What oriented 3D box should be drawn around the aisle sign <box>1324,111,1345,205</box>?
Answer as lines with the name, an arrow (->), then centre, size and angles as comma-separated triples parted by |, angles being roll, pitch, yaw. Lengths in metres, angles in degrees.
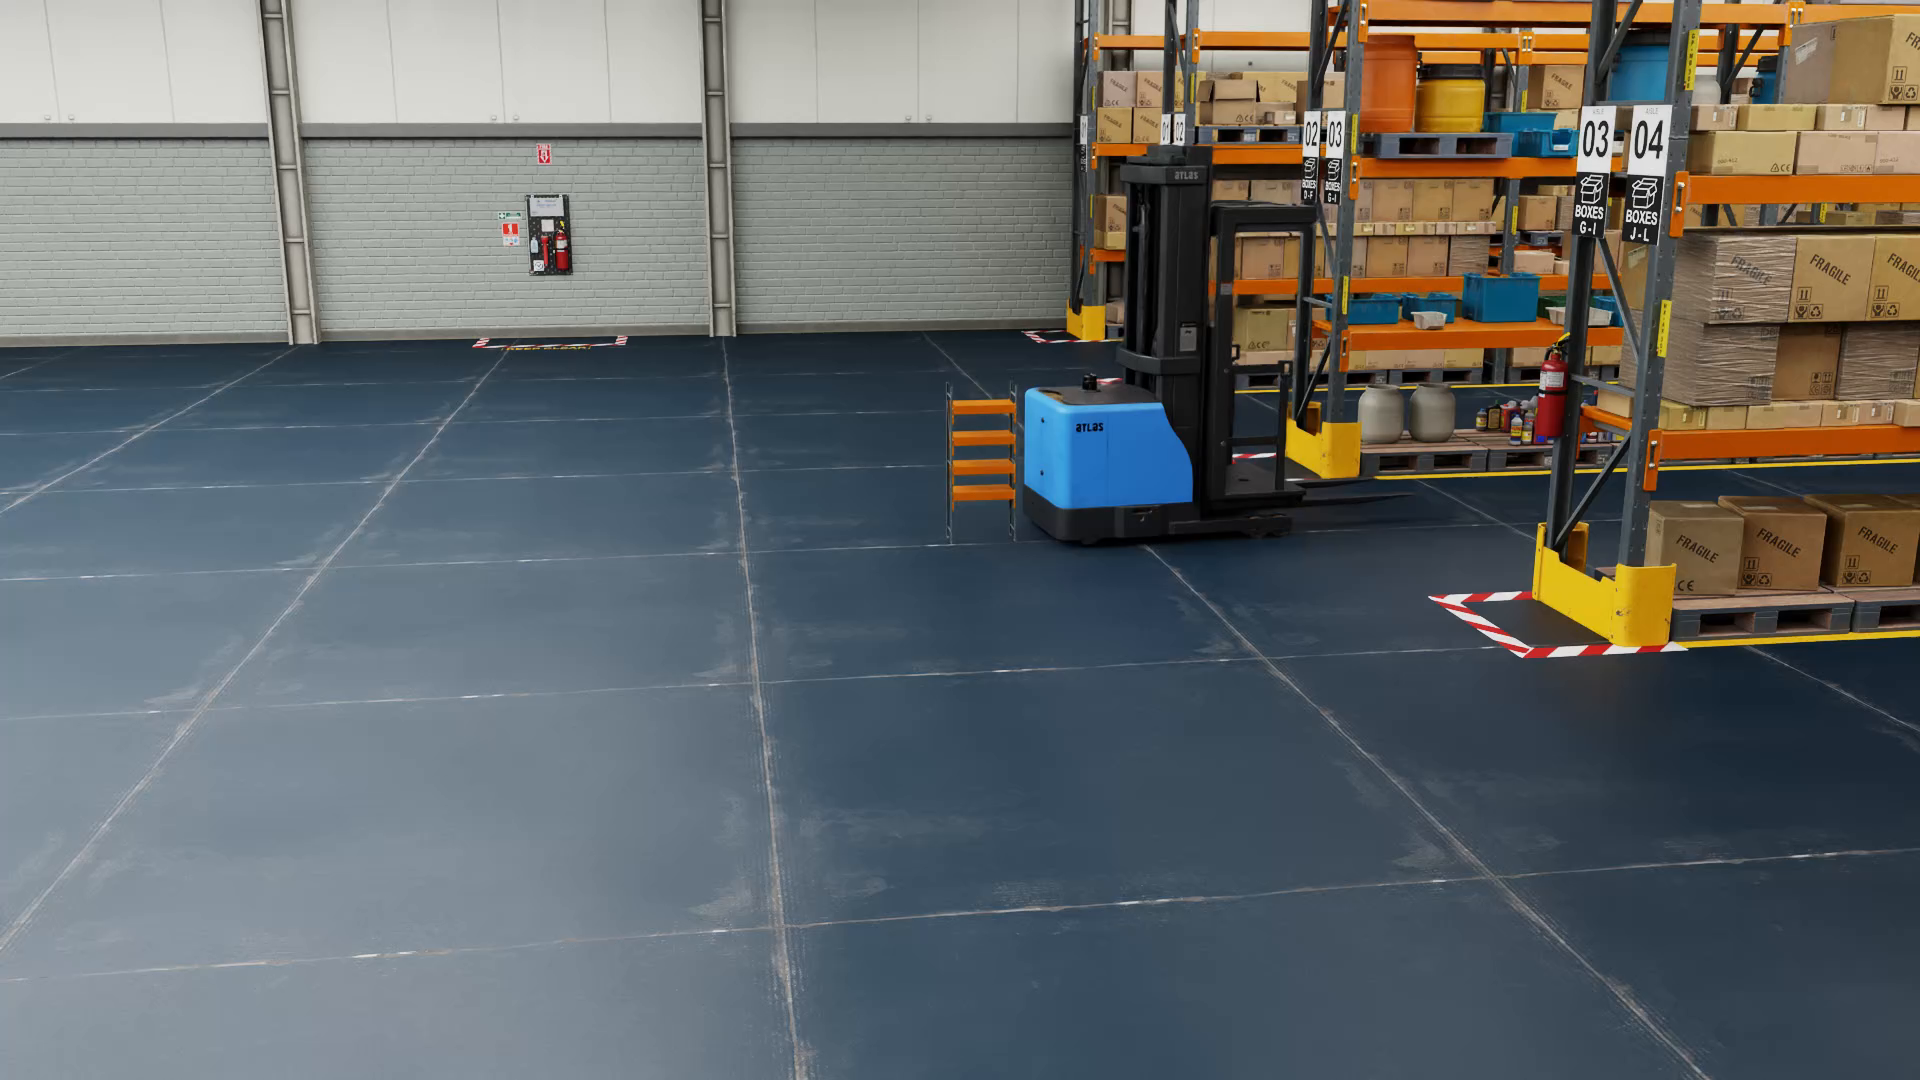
aisle sign -> 3.256, -3.324, 14.464 | 0.004, 0.787, 0.394 | -2, 14, -8

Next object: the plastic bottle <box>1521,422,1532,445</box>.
plastic bottle -> 5.225, -0.986, 15.336 | 0.097, 0.201, 0.097 | 0, 14, 0

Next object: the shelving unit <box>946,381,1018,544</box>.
shelving unit -> 0.164, -0.588, 12.600 | 0.503, 1.200, 0.258 | -2, 14, -8

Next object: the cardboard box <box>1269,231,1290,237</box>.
cardboard box -> 3.727, -3.680, 19.692 | 0.250, 0.149, 0.380 | -2, 14, -9

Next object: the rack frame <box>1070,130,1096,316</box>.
rack frame -> 1.808, -4.519, 24.574 | 0.127, 3.000, 1.000 | -2, 14, -8

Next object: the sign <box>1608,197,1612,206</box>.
sign -> 9.808, -5.202, 25.079 | 0.005, 0.325, 0.100 | -2, 14, -8

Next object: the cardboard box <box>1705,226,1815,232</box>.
cardboard box -> 5.022, -1.721, 10.545 | 0.500, 0.500, 0.500 | -2, 14, -8

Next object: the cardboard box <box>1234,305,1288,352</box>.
cardboard box -> 3.607, -2.546, 19.953 | 0.500, 0.500, 0.500 | -2, 14, -8

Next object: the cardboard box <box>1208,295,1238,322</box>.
cardboard box -> 3.802, -3.558, 24.978 | 0.500, 0.500, 0.700 | -3, 14, -12

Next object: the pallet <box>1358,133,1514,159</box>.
pallet -> 4.116, -3.506, 14.755 | 1.213, 0.211, 1.003 | -2, 14, -8

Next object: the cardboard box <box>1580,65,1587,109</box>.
cardboard box -> 7.680, -5.461, 20.068 | 0.500, 0.500, 0.500 | -1, 14, -3

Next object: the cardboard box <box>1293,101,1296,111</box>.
cardboard box -> 4.198, -5.136, 19.900 | 0.500, 0.311, 0.500 | 0, 14, -2

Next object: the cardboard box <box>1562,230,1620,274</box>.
cardboard box -> 7.787, -3.564, 20.560 | 0.500, 0.500, 0.500 | -1, 14, -4

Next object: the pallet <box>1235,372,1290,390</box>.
pallet -> 3.299, -2.013, 20.313 | 1.213, 0.211, 1.003 | -2, 14, -8

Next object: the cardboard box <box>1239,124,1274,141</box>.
cardboard box -> 4.256, -6.055, 24.285 | 0.500, 0.500, 0.500 | -3, 14, -11

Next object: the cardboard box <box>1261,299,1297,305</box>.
cardboard box -> 4.022, -2.692, 20.537 | 0.500, 0.500, 0.500 | -2, 14, -8

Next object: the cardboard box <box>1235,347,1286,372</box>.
cardboard box -> 3.607, -2.182, 20.046 | 0.500, 0.250, 0.500 | -2, 14, -8

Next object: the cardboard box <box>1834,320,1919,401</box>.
cardboard box -> 5.547, -1.205, 10.544 | 0.500, 0.500, 0.875 | -2, 14, -8

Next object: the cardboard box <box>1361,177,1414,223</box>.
cardboard box -> 5.072, -4.096, 20.015 | 0.500, 0.500, 0.700 | -2, 14, -8

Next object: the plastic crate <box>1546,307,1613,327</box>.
plastic crate -> 5.671, -2.033, 15.204 | 0.437, 0.136, 0.530 | -2, 14, -8

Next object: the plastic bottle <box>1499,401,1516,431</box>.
plastic bottle -> 5.288, -1.203, 16.045 | 0.135, 0.276, 0.152 | -2, 14, -8

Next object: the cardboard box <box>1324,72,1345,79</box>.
cardboard box -> 5.308, -6.578, 24.318 | 0.500, 0.500, 0.500 | -3, 14, -13

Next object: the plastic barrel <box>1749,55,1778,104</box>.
plastic barrel -> 7.709, -4.049, 15.505 | 0.708, 0.901, 0.600 | -2, 14, -8

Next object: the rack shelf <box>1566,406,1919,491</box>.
rack shelf -> 5.999, -0.668, 10.697 | 4.000, 0.370, 1.077 | -2, 14, -8

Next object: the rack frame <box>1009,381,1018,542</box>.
rack frame -> 0.405, -0.597, 12.635 | 0.015, 1.200, 0.240 | -2, 14, -8

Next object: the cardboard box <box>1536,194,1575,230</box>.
cardboard box -> 9.255, -5.051, 25.587 | 0.500, 0.500, 0.700 | -4, 15, -15

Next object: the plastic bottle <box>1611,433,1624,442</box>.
plastic bottle -> 6.136, -1.098, 15.474 | 0.185, 0.351, 0.144 | -2, 14, -9

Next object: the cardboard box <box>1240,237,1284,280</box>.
cardboard box -> 3.531, -3.410, 19.946 | 0.500, 0.500, 0.700 | -2, 14, -7

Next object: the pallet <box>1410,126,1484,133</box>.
pallet -> 5.665, -4.847, 19.899 | 1.213, 0.211, 1.003 | -2, 14, -8

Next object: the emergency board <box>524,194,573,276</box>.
emergency board -> -6.011, -4.454, 24.317 | 0.643, 1.169, 0.194 | -2, 14, -8

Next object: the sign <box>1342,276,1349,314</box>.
sign -> 3.361, -2.137, 14.510 | 0.005, 0.325, 0.100 | -2, 14, -8

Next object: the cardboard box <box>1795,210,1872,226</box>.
cardboard box -> 11.066, -3.919, 21.115 | 0.500, 0.500, 0.700 | -7, 16, -27

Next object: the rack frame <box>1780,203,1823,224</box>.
rack frame -> 10.460, -3.617, 20.979 | 0.127, 3.000, 1.000 | -2, 14, -8

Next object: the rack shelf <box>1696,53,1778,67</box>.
rack shelf -> 11.696, -7.248, 25.425 | 4.000, 0.370, 1.077 | -2, 14, -8

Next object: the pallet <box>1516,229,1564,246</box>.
pallet -> 9.029, -4.664, 25.548 | 1.003, 0.211, 1.213 | -2, 14, -8

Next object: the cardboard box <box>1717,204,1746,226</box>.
cardboard box -> 11.761, -5.022, 25.724 | 0.500, 0.500, 0.500 | -2, 14, -7

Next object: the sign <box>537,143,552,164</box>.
sign -> -6.034, -5.602, 24.129 | 0.199, 0.298, 0.001 | -2, 14, -8

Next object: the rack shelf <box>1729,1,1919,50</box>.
rack shelf -> 9.217, -4.720, 15.345 | 4.000, 0.370, 1.077 | -2, 14, -8

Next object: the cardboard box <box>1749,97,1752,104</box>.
cardboard box -> 12.246, -6.629, 25.713 | 0.500, 0.500, 0.700 | -2, 14, -9

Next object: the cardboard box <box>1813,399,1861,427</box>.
cardboard box -> 5.331, -0.807, 10.289 | 0.250, 0.149, 0.380 | -2, 14, -8

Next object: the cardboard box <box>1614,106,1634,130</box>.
cardboard box -> 4.249, -2.605, 10.265 | 0.250, 0.149, 0.380 | -2, 14, -8

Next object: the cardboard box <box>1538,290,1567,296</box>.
cardboard box -> 9.014, -3.771, 25.826 | 0.500, 0.500, 0.700 | -2, 14, -8

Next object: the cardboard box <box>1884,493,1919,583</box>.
cardboard box -> 6.408, -0.012, 10.877 | 0.500, 0.500, 0.500 | -3, 14, -13

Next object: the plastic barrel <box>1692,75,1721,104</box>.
plastic barrel -> 6.784, -4.025, 15.346 | 0.421, 0.512, 0.421 | 0, 14, 0

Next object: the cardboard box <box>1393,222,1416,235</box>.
cardboard box -> 5.261, -3.738, 19.920 | 0.250, 0.149, 0.380 | -2, 14, -9

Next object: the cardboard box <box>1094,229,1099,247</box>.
cardboard box -> 2.241, -4.519, 24.843 | 0.500, 0.250, 0.500 | -2, 14, -7

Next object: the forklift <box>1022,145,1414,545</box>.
forklift -> 2.073, -1.557, 12.906 | 3.031, 2.935, 1.130 | -4, 15, -14

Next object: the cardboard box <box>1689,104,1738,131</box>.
cardboard box -> 4.328, -2.474, 9.744 | 0.250, 0.149, 0.380 | -2, 14, -9

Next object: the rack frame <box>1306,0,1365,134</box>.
rack frame -> 3.283, -5.046, 14.342 | 0.127, 3.000, 1.000 | -2, 14, -8
